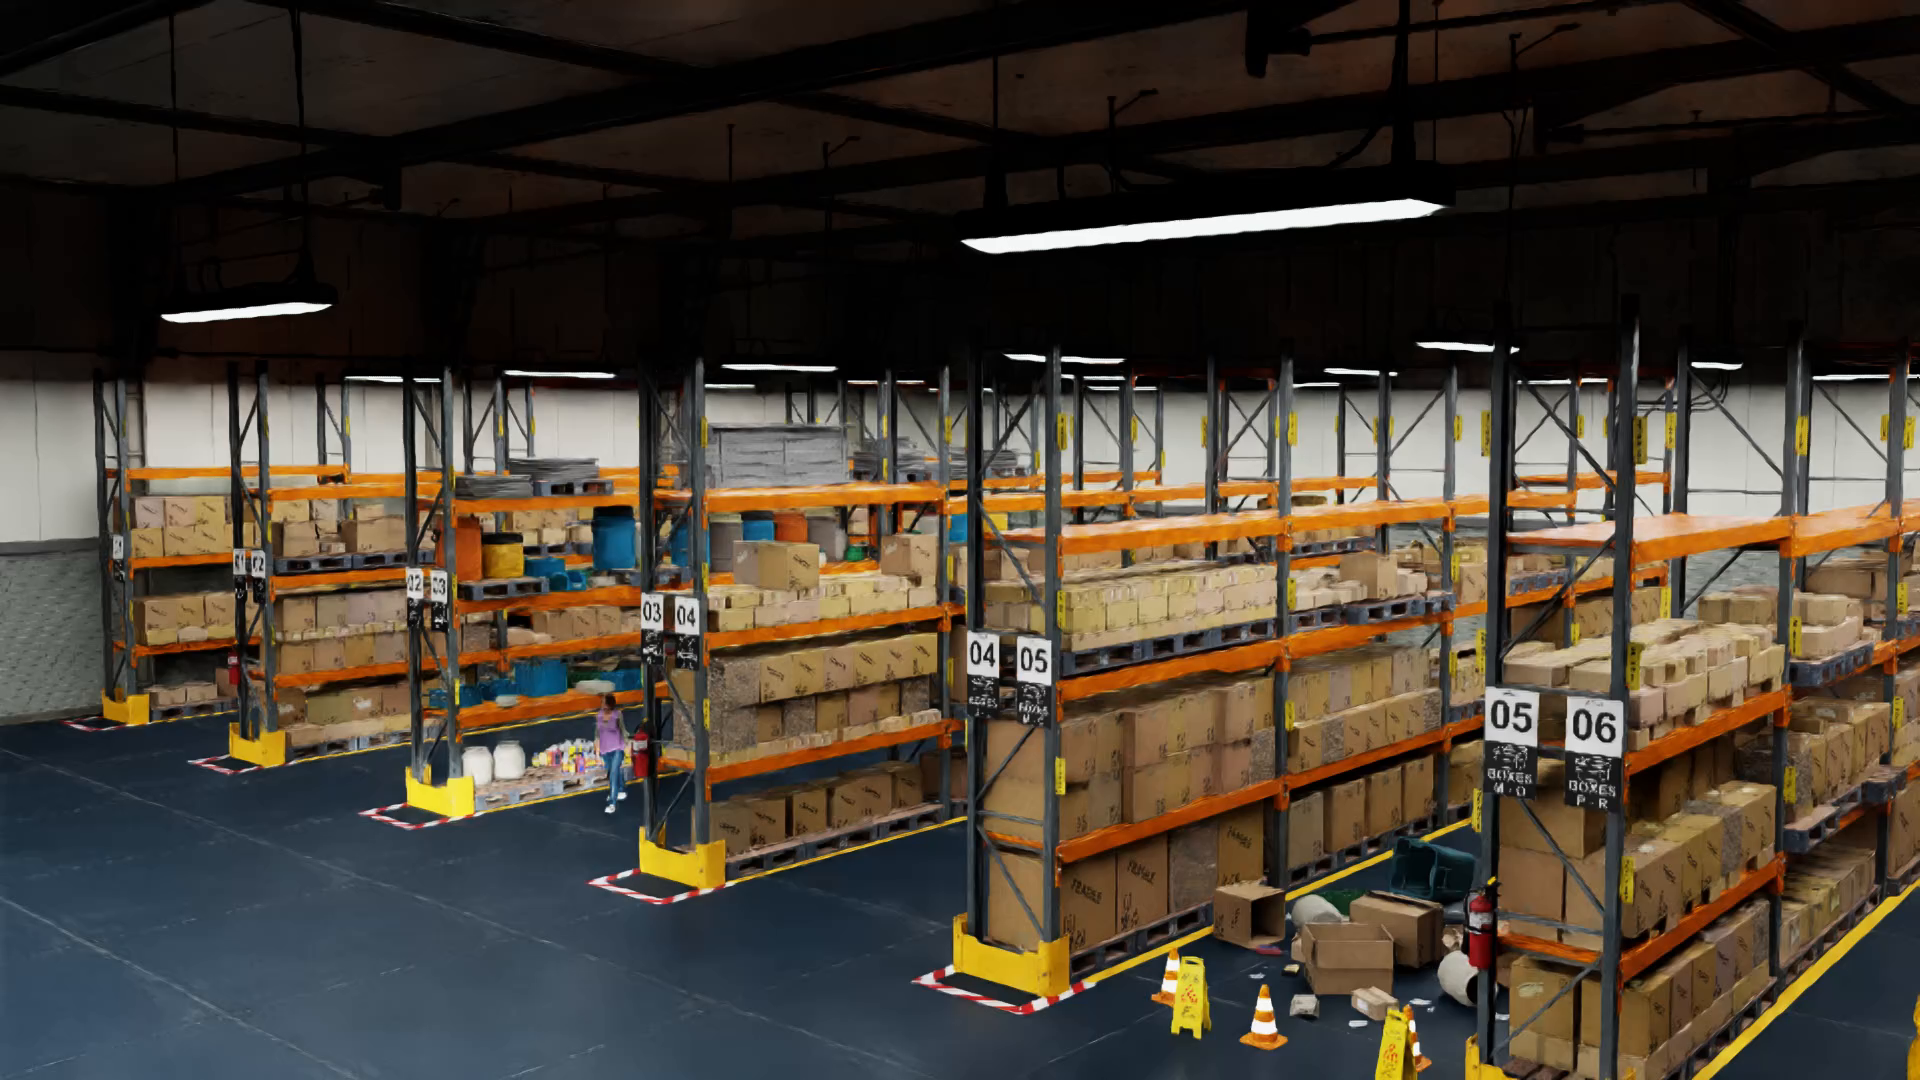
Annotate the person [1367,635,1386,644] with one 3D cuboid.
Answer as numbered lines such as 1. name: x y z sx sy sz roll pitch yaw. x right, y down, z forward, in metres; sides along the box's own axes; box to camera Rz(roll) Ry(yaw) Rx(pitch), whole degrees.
1. person: 6.640 2.312 26.519 0.463 1.772 0.645 2 5 22

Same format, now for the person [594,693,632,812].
1. person: -4.610 2.774 22.015 0.453 1.537 0.880 1 4 18
